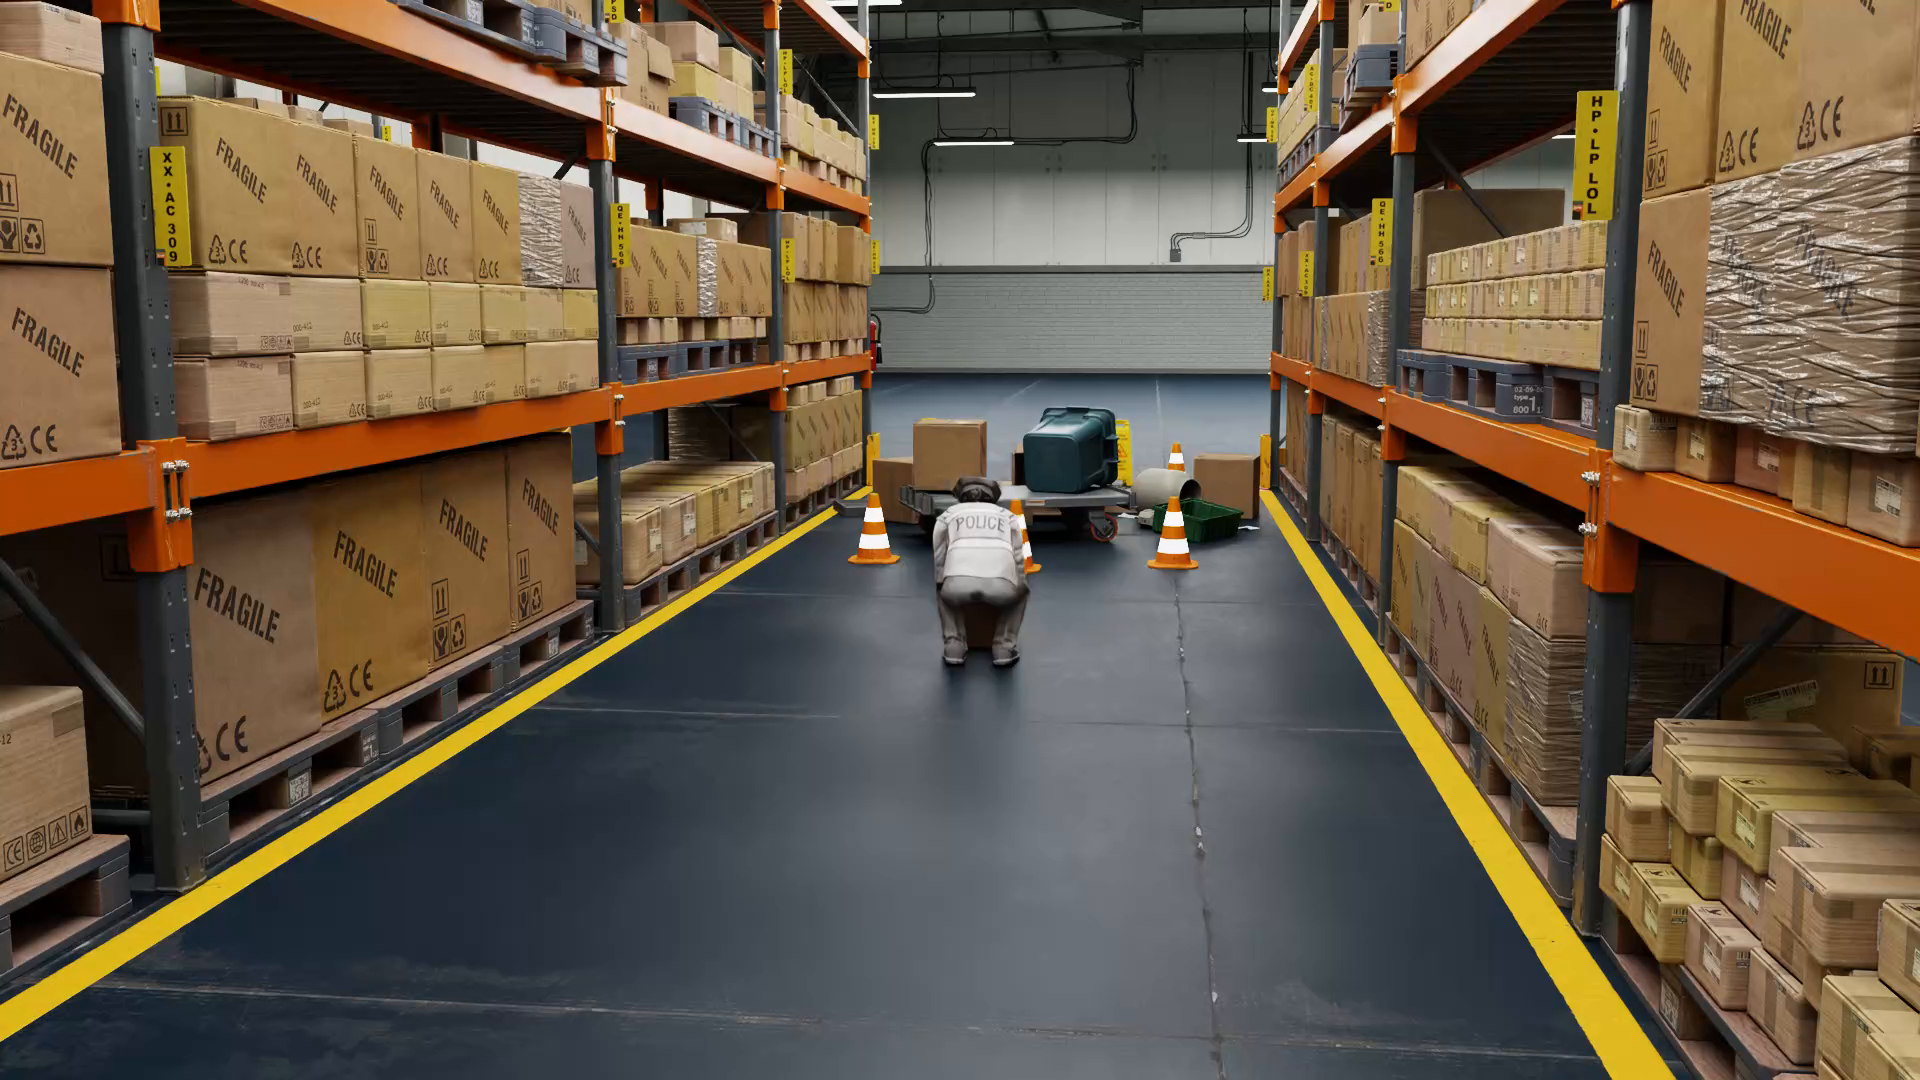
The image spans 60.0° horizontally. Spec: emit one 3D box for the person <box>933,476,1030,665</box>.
[{"bbox_3d":[0.098,0.146,8.195,0.486,0.876,0.857,1,8,6],"label":"person"}]
